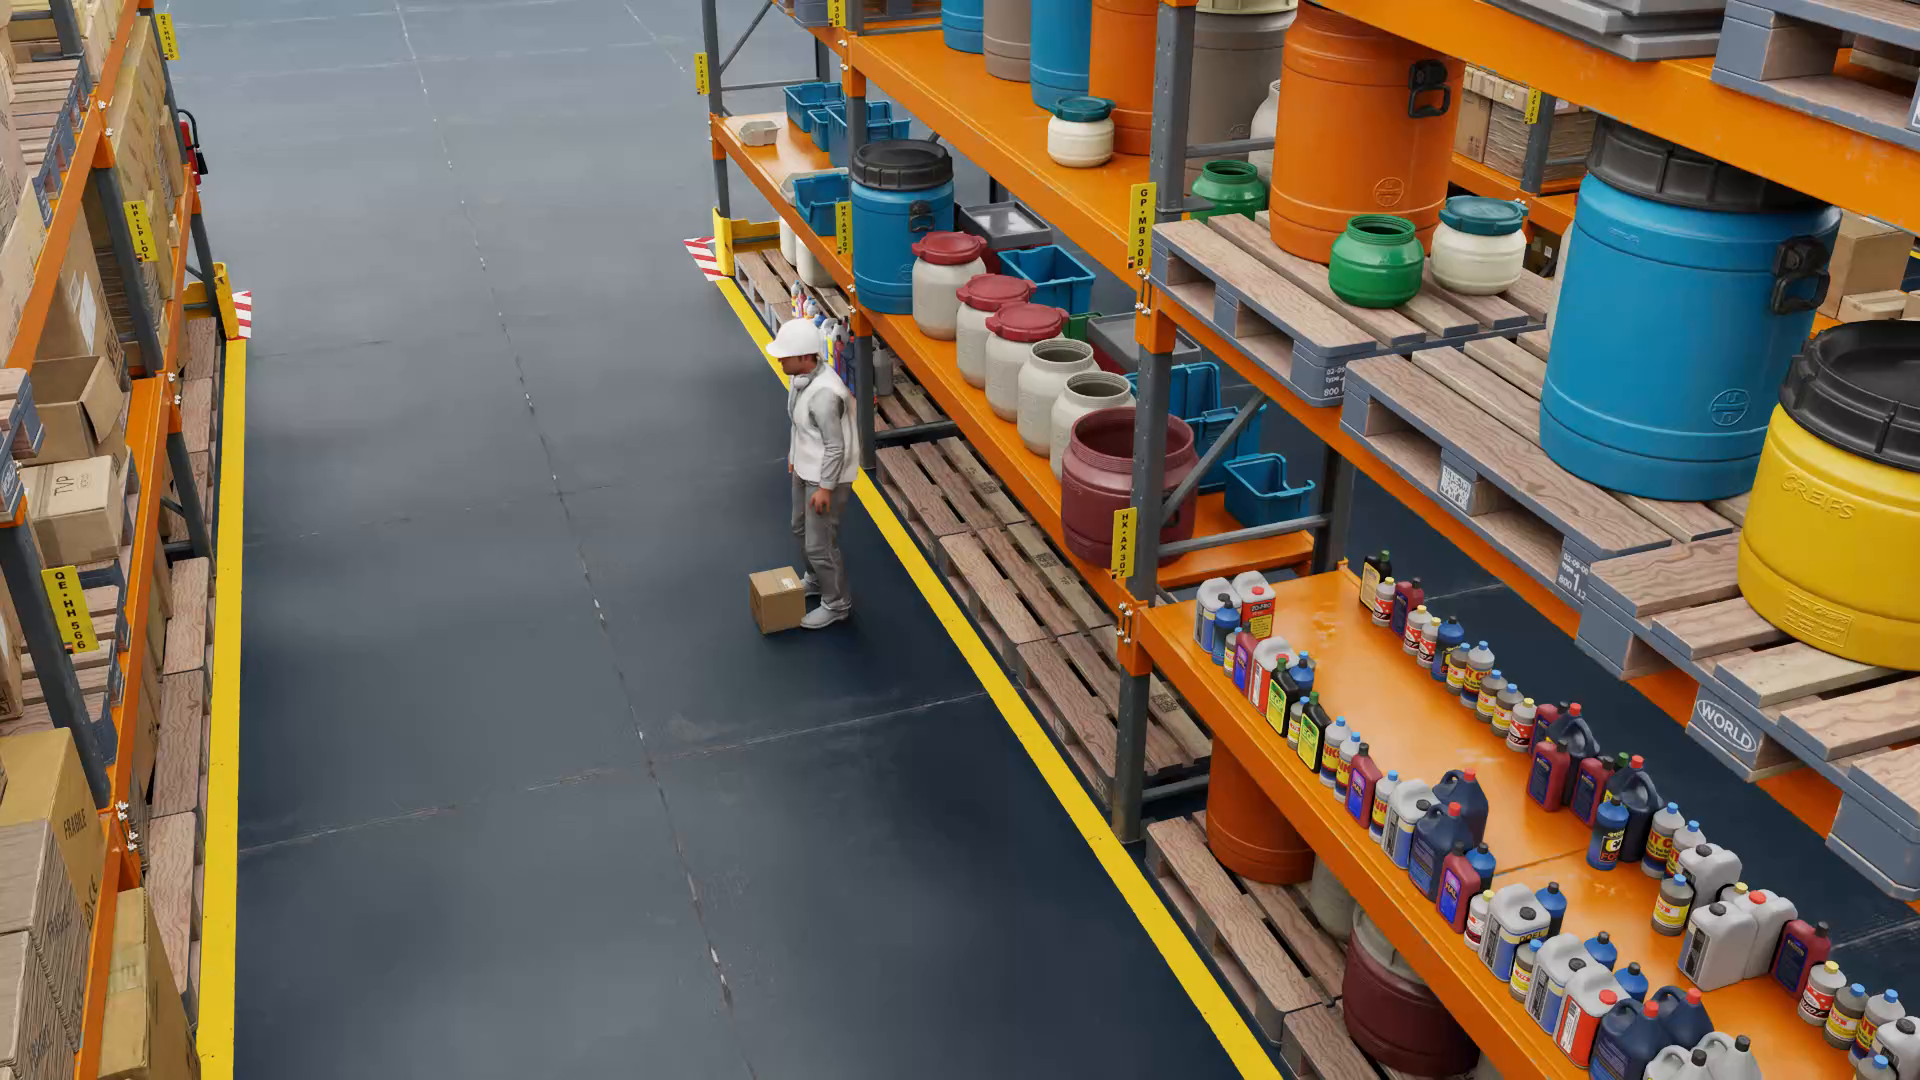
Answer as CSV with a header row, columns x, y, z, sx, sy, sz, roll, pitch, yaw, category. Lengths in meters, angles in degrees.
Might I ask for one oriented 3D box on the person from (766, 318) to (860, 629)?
x,y,z,sx,sy,sz,roll,pitch,yaw,category
-0.781,-0.376,8.980,0.464,1.771,0.581,-11,31,-18,person
